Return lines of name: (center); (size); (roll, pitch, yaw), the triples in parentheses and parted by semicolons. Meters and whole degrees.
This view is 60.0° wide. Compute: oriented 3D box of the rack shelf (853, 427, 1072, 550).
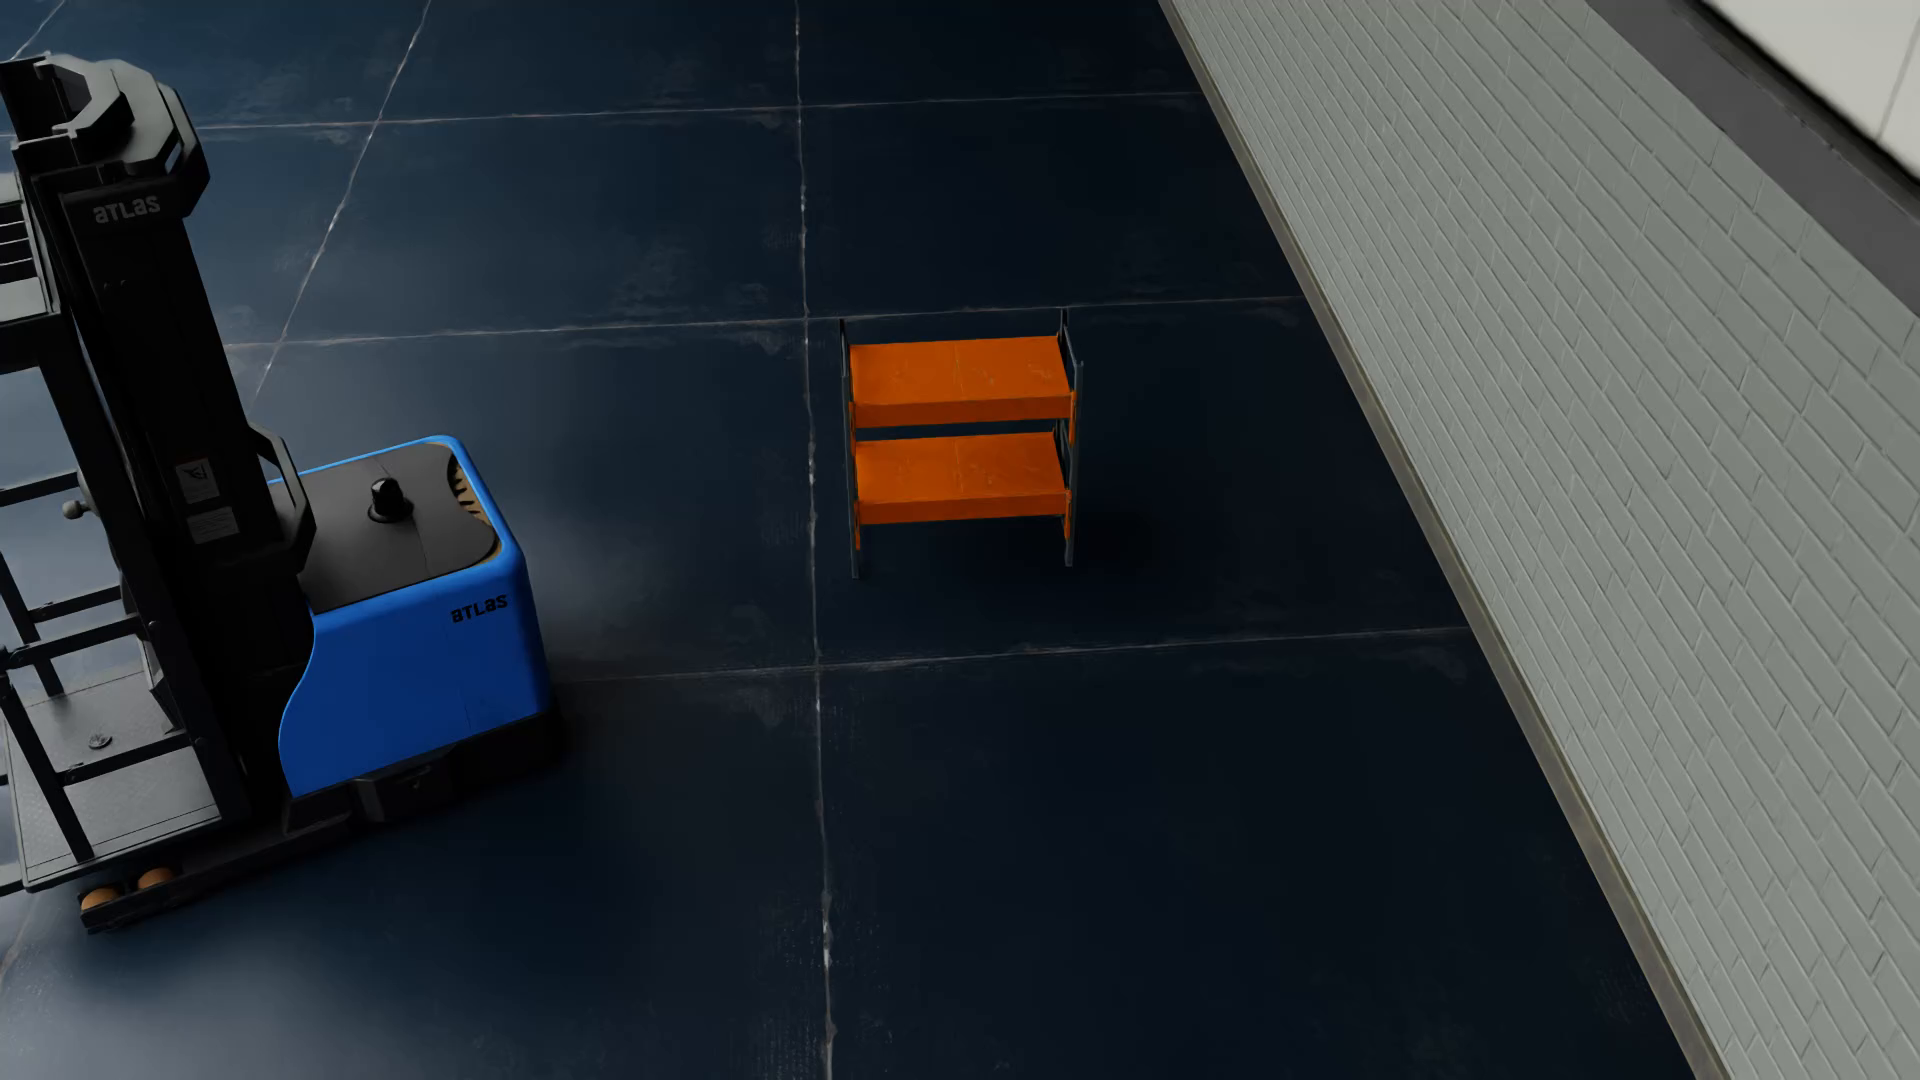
rack shelf: (-0.007, -0.249, 7.875); (1.000, 0.278, 0.538); (-3, 38, -4)

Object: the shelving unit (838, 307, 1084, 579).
shelving unit: (-0.007, -0.441, 7.723); (1.048, 1.125, 0.538); (-3, 38, -4)

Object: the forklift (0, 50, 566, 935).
forklift: (-3.179, -0.065, 5.788); (3.031, 2.935, 1.130); (-19, 42, -22)

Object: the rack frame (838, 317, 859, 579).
rack frame: (-0.513, -0.413, 7.688); (0.032, 1.125, 0.500); (-3, 38, -4)

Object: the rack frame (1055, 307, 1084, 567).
rack frame: (0.500, -0.469, 7.758); (0.032, 1.125, 0.500); (-3, 38, -4)

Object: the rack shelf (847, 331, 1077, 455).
rack shelf: (-0.007, -0.671, 7.542); (1.000, 0.278, 0.538); (-3, 38, -4)
